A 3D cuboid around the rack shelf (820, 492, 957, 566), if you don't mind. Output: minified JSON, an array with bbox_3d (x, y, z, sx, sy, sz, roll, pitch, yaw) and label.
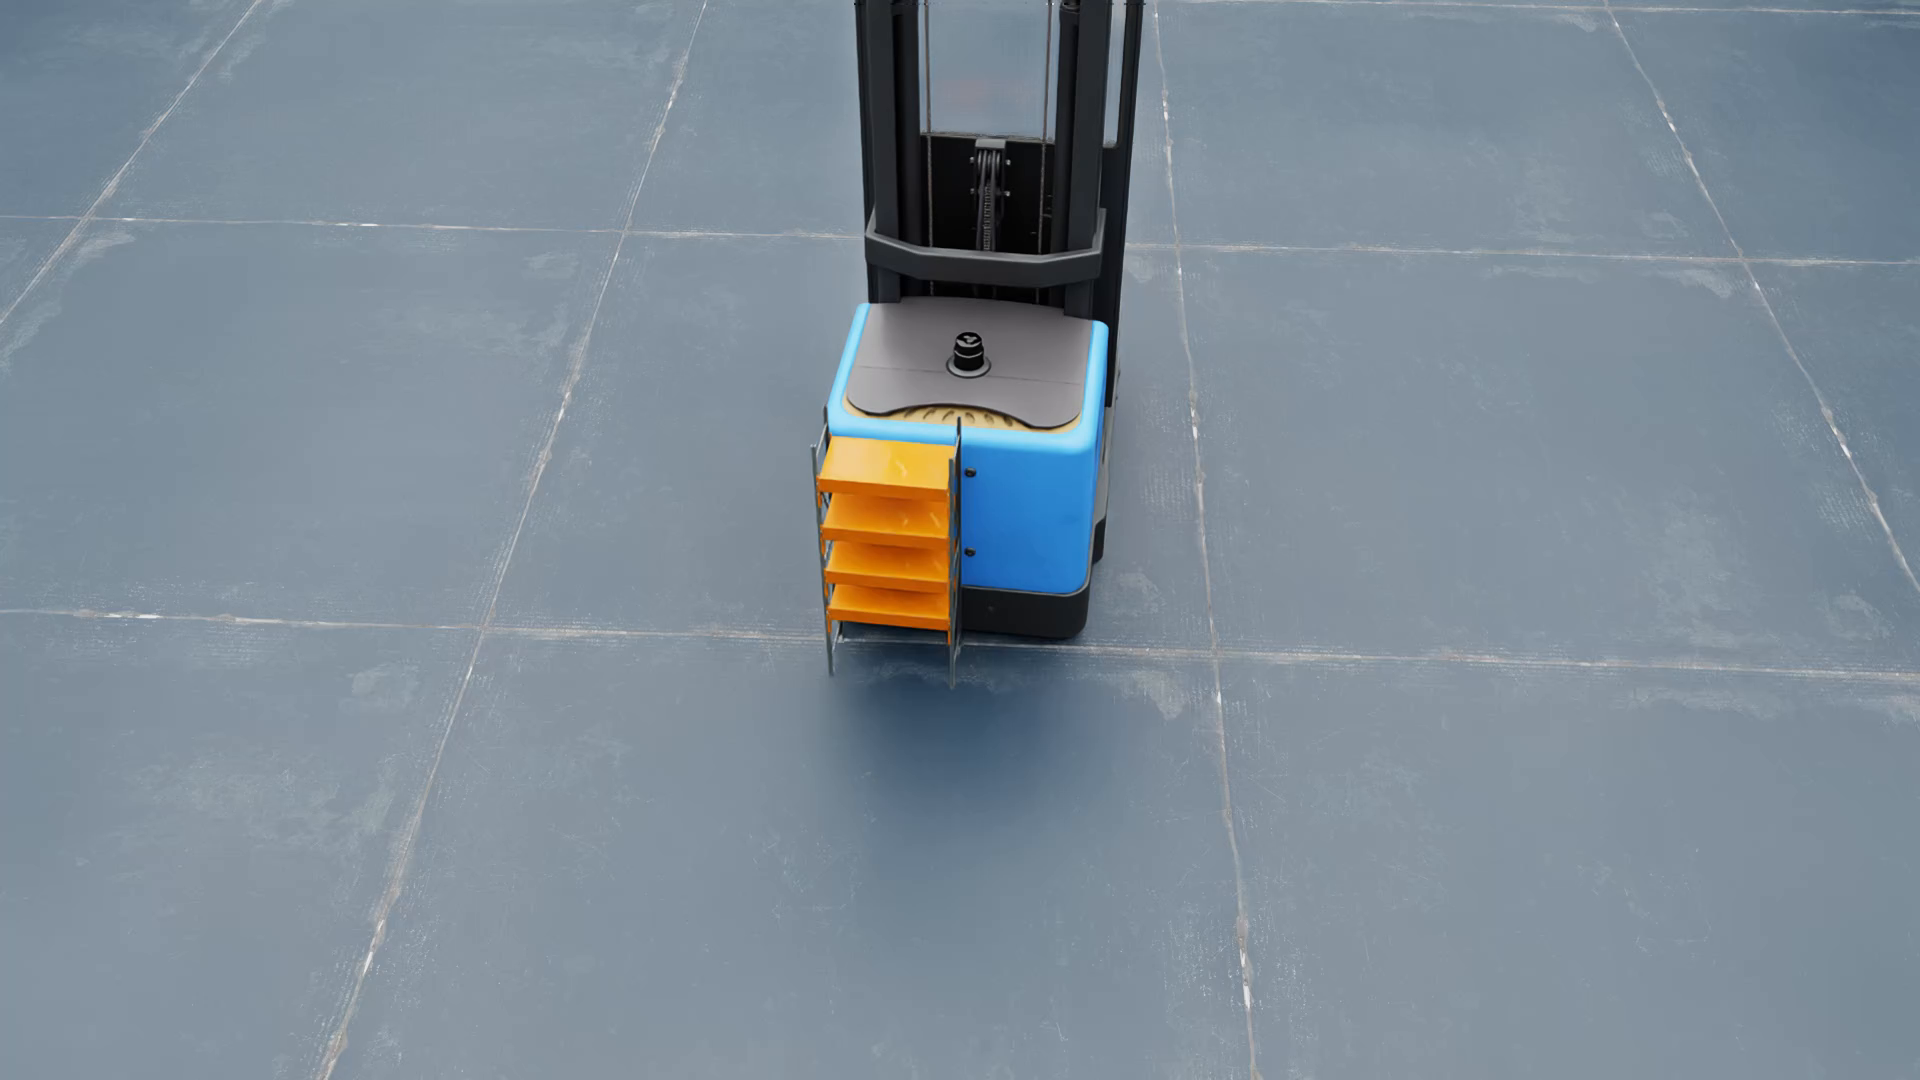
[{"bbox_3d":[-0.259,-0.061,6.206,0.480,0.148,0.258,5,43,6],"label":"rack shelf"}]

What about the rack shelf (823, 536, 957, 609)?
[{"bbox_3d":[-0.259,0.102,6.359,0.480,0.148,0.258,5,43,6],"label":"rack shelf"}]

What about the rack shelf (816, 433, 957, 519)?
[{"bbox_3d":[-0.259,-0.234,6.045,0.480,0.148,0.258,5,43,6],"label":"rack shelf"}]

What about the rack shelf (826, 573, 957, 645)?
[{"bbox_3d":[-0.259,0.247,6.494,0.480,0.148,0.258,5,43,6],"label":"rack shelf"}]

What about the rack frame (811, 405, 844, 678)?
[{"bbox_3d":[-0.501,0.031,6.336,0.015,1.200,0.240,5,43,6],"label":"rack frame"}]

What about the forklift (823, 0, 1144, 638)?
[{"bbox_3d":[0.179,-1.684,6.908,1.130,2.935,3.031,5,43,6],"label":"forklift"}]

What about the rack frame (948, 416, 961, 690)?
[{"bbox_3d":[-0.017,0.075,6.289,0.015,1.200,0.240,5,43,6],"label":"rack frame"}]

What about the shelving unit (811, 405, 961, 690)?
[{"bbox_3d":[-0.259,0.053,6.313,0.503,1.200,0.258,5,43,6],"label":"shelving unit"}]
